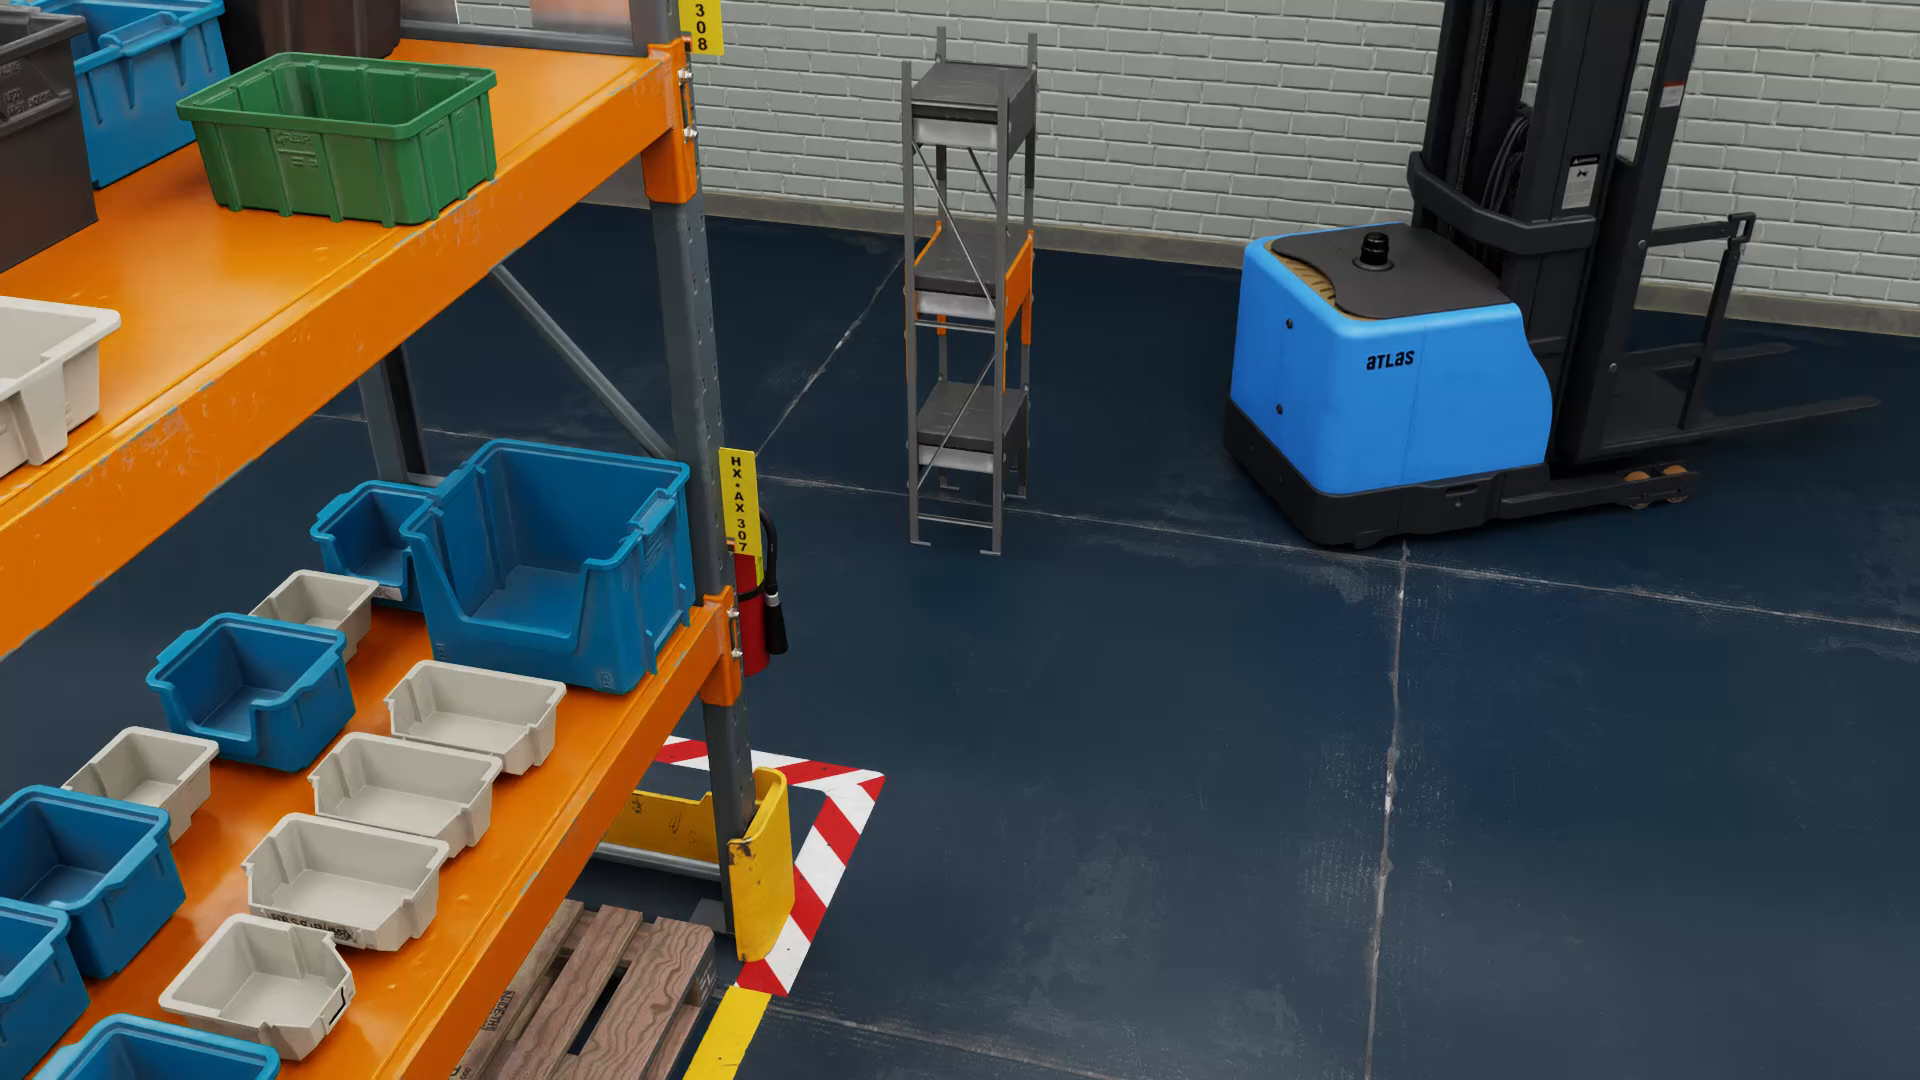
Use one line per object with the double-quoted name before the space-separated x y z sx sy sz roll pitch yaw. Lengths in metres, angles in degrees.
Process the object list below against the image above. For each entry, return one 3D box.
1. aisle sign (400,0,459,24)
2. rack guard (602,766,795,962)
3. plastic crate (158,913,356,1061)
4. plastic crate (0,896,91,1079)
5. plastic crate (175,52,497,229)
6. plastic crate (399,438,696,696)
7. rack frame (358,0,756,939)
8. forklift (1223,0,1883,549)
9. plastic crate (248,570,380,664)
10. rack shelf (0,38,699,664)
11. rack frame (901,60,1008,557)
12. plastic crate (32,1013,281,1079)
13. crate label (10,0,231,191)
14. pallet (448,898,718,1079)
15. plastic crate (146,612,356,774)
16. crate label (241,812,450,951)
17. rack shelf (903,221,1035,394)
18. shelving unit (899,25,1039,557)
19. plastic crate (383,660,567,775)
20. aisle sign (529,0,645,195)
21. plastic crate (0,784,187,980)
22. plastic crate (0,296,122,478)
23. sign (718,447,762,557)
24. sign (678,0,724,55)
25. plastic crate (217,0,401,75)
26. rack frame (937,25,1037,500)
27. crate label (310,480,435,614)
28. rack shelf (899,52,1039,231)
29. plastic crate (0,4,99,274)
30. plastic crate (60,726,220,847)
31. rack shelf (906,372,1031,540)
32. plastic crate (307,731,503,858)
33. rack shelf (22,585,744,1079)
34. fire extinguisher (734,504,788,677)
"aisle sign" -1.394 -1.272 4.032 0.394 0.787 0.004 8 33 12
"rack guard" -1.131 0.943 5.300 1.175 0.500 0.348 8 33 12
"plastic crate" -1.348 0.889 3.246 0.298 0.136 0.250 8 33 12
"plastic crate" -1.916 0.870 3.185 0.416 0.233 0.300 8 33 12
"plastic crate" -1.099 -0.723 2.993 0.450 0.188 0.336 8 33 12
"plastic crate" -1.029 0.062 4.268 0.616 0.435 0.499 8 33 12
"rack frame" -1.125 -0.097 4.607 1.000 3.000 0.127 8 33 12
"forklift" 2.816 -1.639 7.097 3.031 2.935 1.130 -9 34 -14
"plastic crate" -1.667 0.227 4.287 0.250 0.136 0.298 8 33 12
"rack shelf" -1.632 -0.022 2.363 1.077 0.370 4.000 8 33 12
"rack frame" -0.020 -0.845 6.623 0.400 2.100 0.015 8 33 12
"plastic crate" -1.398 1.049 2.905 0.416 0.233 0.300 8 33 12
"crate label" -1.671 -0.866 3.158 0.408 0.251 0.502 8 33 12
"pallet" -1.372 1.502 4.690 1.003 0.211 1.213 8 33 12
"plastic crate" -1.673 0.373 3.967 0.416 0.233 0.300 8 33 12
"crate label" -1.291 0.733 3.491 0.396 0.136 0.243 8 33 12
"rack shelf" 0.042 -0.961 6.829 0.431 0.518 0.480 8 33 12
"shelving unit" 0.042 -0.972 6.822 0.431 2.100 0.503 8 33 12
"plastic crate" -1.157 0.437 3.957 0.396 0.136 0.243 8 33 12
"aisle sign" -0.823 -1.192 3.906 0.394 0.787 0.004 8 33 12
"plastic crate" -1.840 0.715 3.430 0.416 0.233 0.300 8 33 12
"plastic crate" -1.409 -0.146 2.133 0.437 0.136 0.530 8 33 12
"sign" -0.588 -0.100 4.459 0.100 0.325 0.005 8 33 12
"sign" -0.588 -1.252 3.726 0.100 0.325 0.005 8 33 12
"plastic crate" -1.492 -1.146 3.583 0.497 0.269 0.590 8 33 12
"rack frame" 0.104 -1.099 7.021 0.400 2.100 0.015 8 33 12
"crate label" -1.506 0.031 4.505 0.416 0.233 0.303 8 33 12
"rack shelf" 0.042 -1.551 6.454 0.431 0.518 0.480 8 33 12
"plastic crate" -1.778 -0.582 2.631 0.504 0.338 0.767 8 33 12
"plastic crate" -1.839 0.579 3.733 0.250 0.136 0.298 8 33 12
"rack shelf" 0.042 -0.370 7.205 0.431 0.518 0.480 8 33 12
"plastic crate" -1.244 0.585 3.724 0.396 0.136 0.243 8 33 12
"rack shelf" -1.632 1.244 3.167 1.077 0.370 4.000 8 33 12
"fire extinguisher" -0.647 0.076 4.754 0.296 0.674 0.183 8 33 12
